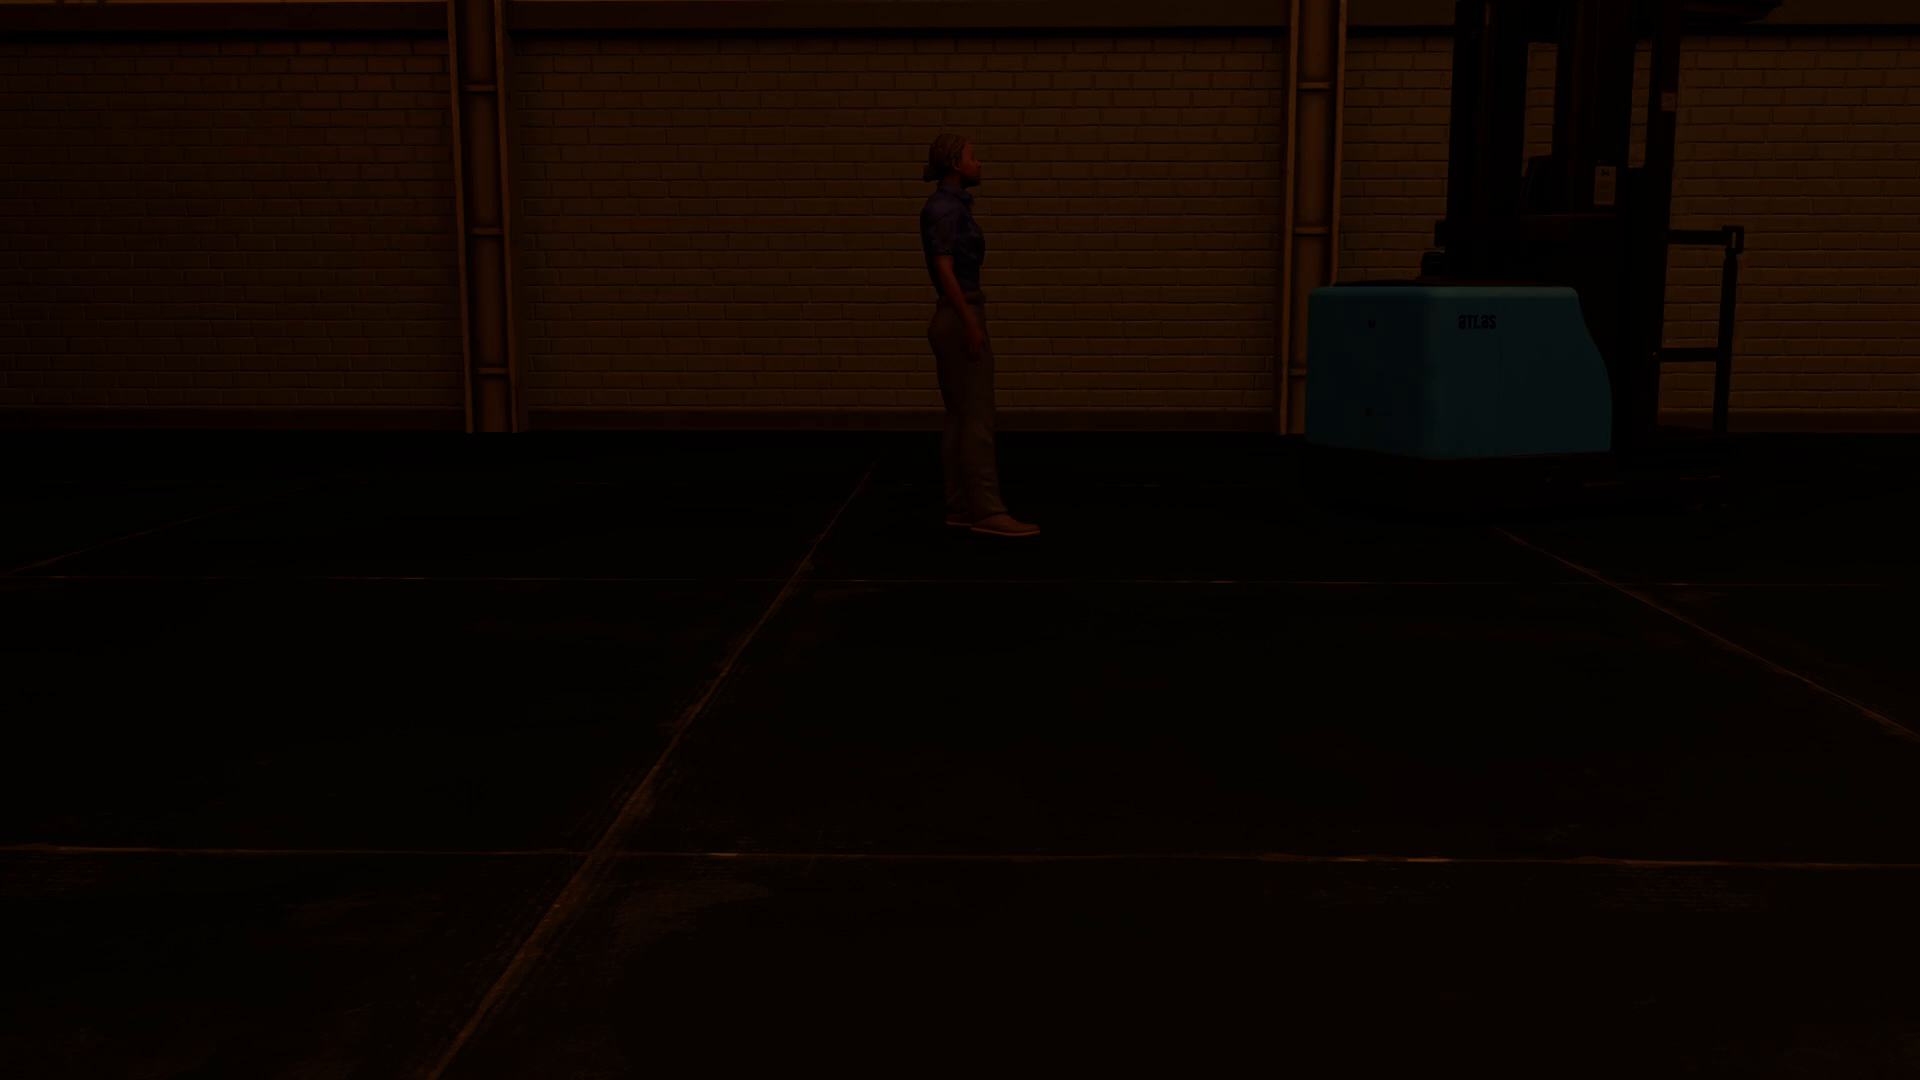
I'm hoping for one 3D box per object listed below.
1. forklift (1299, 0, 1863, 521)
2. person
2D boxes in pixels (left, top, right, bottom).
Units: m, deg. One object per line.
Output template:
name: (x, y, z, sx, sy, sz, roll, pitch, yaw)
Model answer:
forklift: (3.255, -1.658, 8.275, 3.031, 2.935, 1.130, -4, 10, -24)
person: (0.087, -0.861, 6.974, 0.503, 1.655, 0.570, 0, 9, 1)
